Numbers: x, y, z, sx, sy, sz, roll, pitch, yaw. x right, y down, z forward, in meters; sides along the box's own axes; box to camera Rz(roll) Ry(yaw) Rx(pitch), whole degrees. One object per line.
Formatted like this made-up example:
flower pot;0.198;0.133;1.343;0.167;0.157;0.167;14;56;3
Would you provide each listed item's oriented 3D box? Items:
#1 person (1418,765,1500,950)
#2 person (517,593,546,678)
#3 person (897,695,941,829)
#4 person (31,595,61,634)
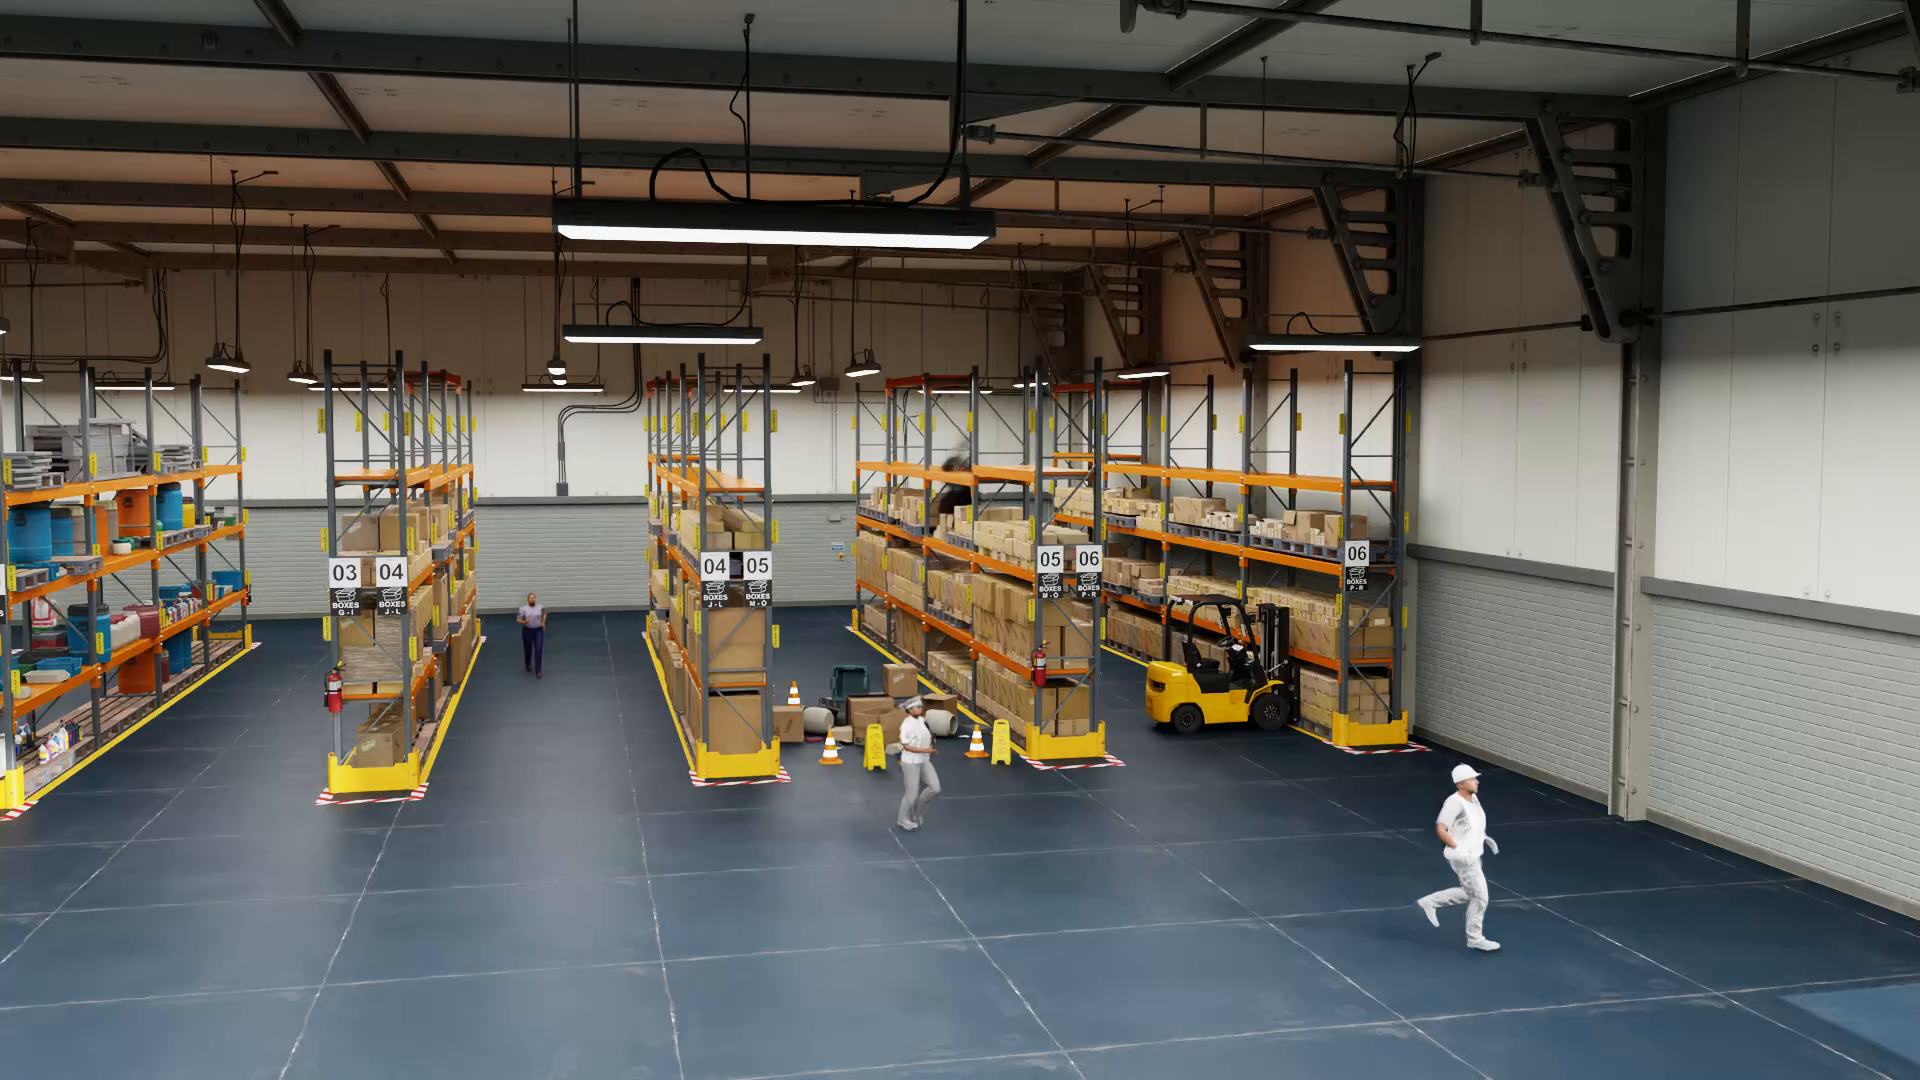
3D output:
person;4.783;3.018;15.939;0.812;1.748;0.720;3;5;32
person;-8.481;1.869;32.983;0.604;1.654;0.923;-2;4;-21
person;-0.495;2.734;20.481;0.609;1.663;0.553;3;5;37
person;-18.635;1.778;33.779;0.649;1.740;0.601;-2;4;-22
